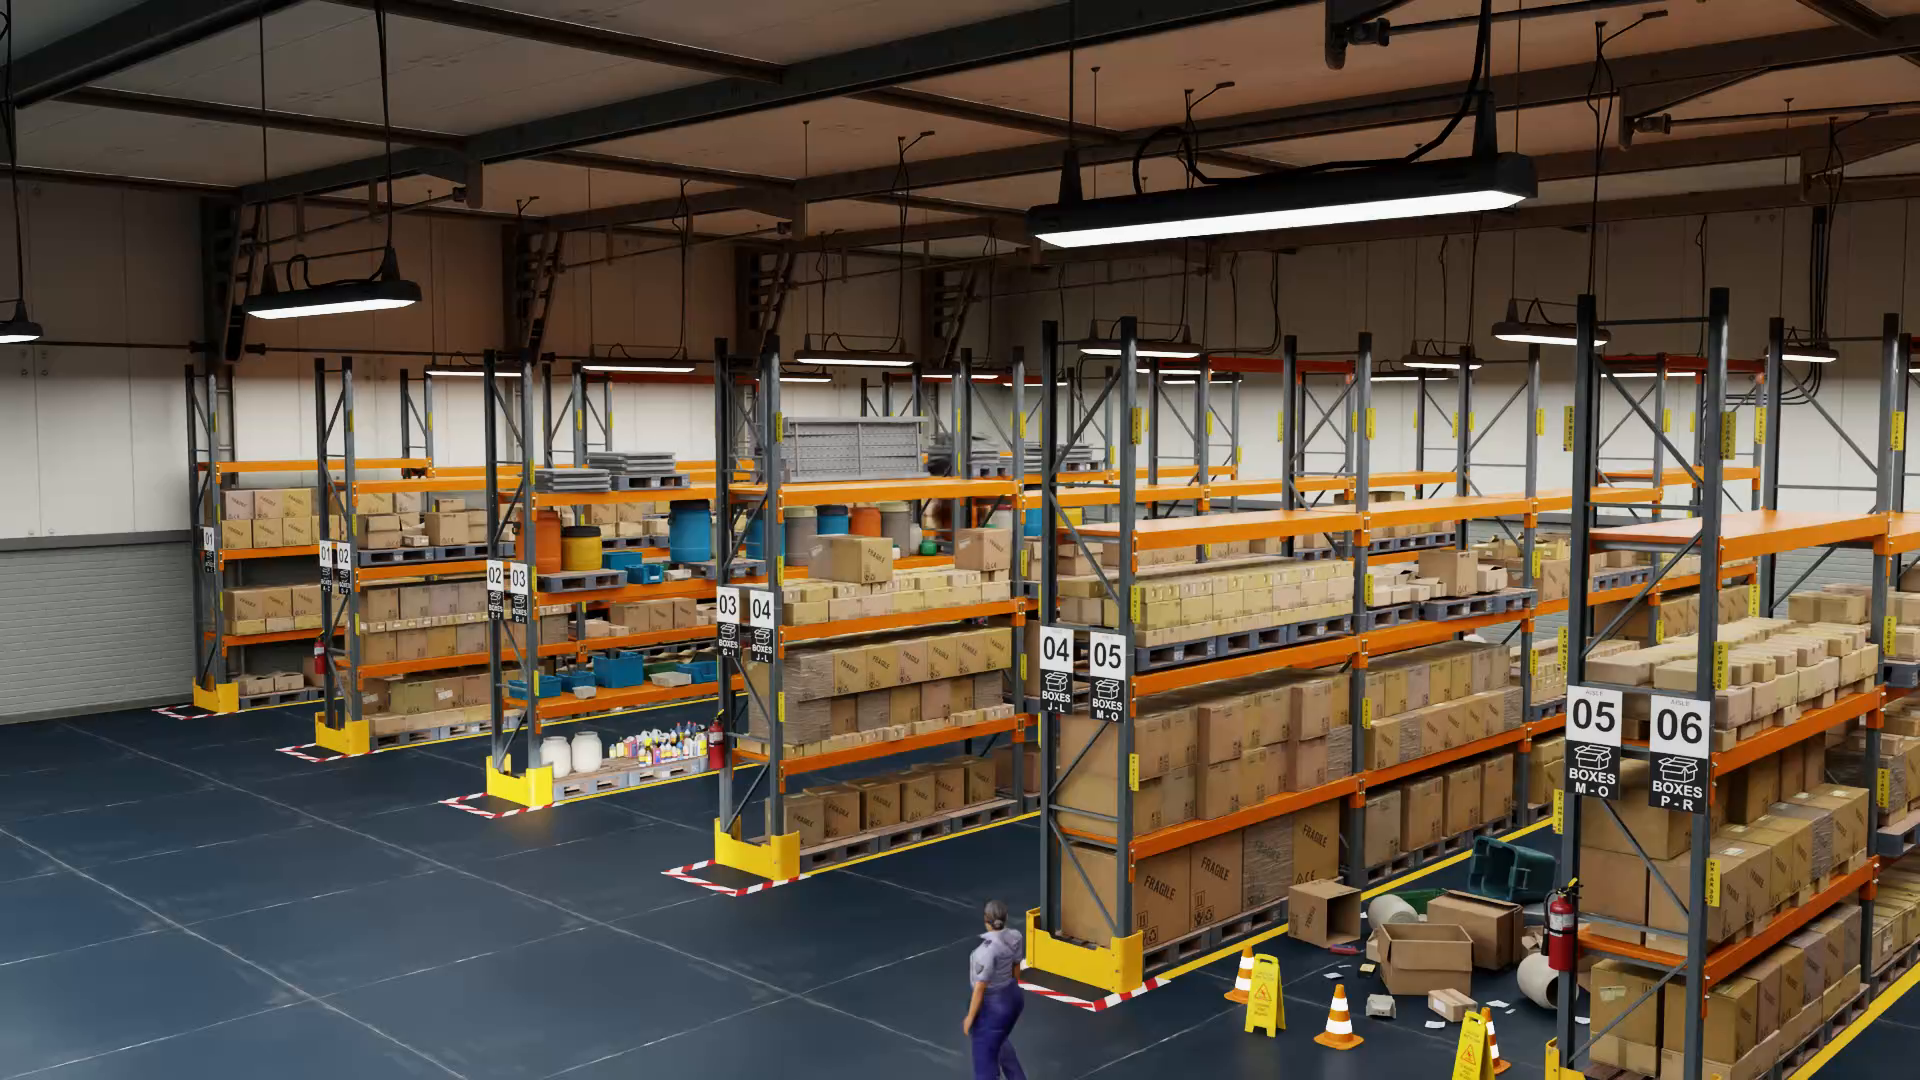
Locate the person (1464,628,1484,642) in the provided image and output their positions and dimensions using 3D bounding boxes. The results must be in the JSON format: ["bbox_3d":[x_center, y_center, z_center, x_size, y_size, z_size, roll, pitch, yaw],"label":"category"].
[{"bbox_3d":[8.352,2.182,27.294,0.621,1.763,0.408,-2,5,-29],"label":"person"}]

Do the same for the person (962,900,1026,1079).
[{"bbox_3d":[0.264,3.415,12.123,0.459,1.660,0.583,2,5,27],"label":"person"}]
